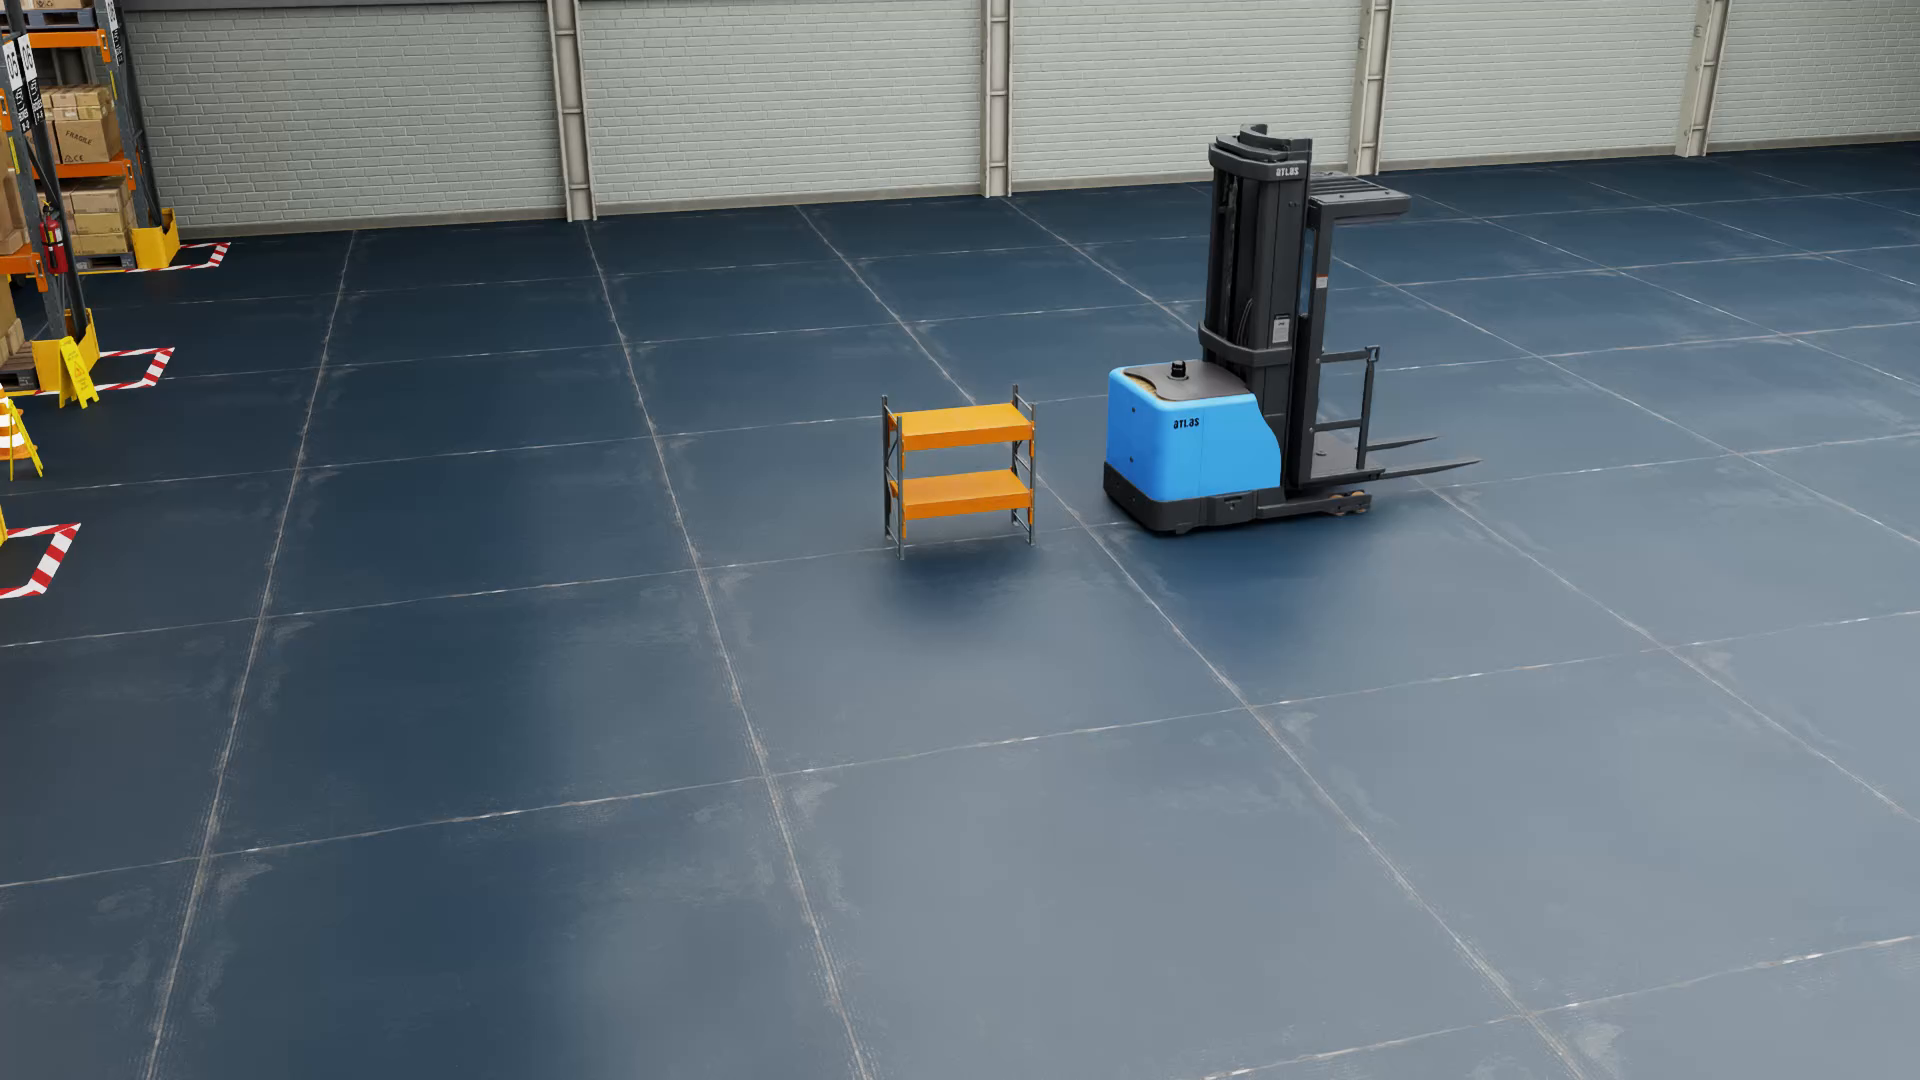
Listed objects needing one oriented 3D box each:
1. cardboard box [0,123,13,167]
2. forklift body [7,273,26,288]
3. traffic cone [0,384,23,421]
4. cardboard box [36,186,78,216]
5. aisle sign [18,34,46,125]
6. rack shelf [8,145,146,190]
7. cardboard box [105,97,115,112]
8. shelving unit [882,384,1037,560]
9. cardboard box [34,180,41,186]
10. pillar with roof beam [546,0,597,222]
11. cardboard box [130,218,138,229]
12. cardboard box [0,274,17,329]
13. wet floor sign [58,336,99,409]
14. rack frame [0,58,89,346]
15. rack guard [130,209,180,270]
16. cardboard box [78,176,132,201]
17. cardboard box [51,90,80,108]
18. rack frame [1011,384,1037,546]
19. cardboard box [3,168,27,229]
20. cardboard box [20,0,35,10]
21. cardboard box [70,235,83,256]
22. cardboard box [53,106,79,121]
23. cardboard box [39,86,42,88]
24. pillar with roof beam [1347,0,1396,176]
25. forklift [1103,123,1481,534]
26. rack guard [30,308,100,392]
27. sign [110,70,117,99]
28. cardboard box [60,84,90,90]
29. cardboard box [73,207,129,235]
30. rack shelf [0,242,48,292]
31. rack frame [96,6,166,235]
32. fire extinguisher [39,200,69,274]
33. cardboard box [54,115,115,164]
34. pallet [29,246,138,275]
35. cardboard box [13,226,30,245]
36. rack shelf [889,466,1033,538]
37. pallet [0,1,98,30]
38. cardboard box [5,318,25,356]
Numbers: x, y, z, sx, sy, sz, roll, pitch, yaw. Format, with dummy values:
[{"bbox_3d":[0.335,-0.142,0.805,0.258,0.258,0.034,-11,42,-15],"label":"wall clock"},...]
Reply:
[{"bbox_3d":[-11.511,-4.719,19.747,0.500,0.500,0.500,-7,24,-15],"label":"cardboard box"},{"bbox_3d":[-11.446,-3.647,18.451,1.214,2.155,2.313,-6,24,-14],"label":"forklift body"},{"bbox_3d":[-8.834,-1.346,15.230,0.334,0.463,0.336,-6,24,-14],"label":"traffic cone"},{"bbox_3d":[-10.962,-4.096,20.109,0.500,0.250,0.500,-6,24,-13],"label":"cardboard box"},{"bbox_3d":[-8.793,-4.366,15.755,0.004,0.787,0.394,-6,24,-14],"label":"aisle sign"},{"bbox_3d":[-12.039,-4.388,20.014,4.000,0.370,1.077,-6,24,-14],"label":"rack shelf"},{"bbox_3d":[-10.510,-5.338,20.367,0.250,0.149,0.380,-7,24,-16],"label":"cardboard box"},{"bbox_3d":[-0.007,-0.516,12.457,1.048,1.125,0.538,-6,24,-14],"label":"shelving unit"},{"bbox_3d":[-11.592,-4.237,20.437,0.500,0.250,0.500,-6,24,-15],"label":"cardboard box"},{"bbox_3d":[-4.087,-6.961,17.491,0.400,9.000,9.100,-6,24,-14],"label":"pillar with roof beam"},{"bbox_3d":[-10.639,-3.883,20.879,0.500,0.250,0.500,-6,24,-14],"label":"cardboard box"},{"bbox_3d":[-9.643,-2.338,16.327,0.500,0.500,0.500,-7,24,-16],"label":"cardboard box"},{"bbox_3d":[-8.297,-1.579,15.543,0.232,0.644,0.267,2,23,4],"label":"wet floor sign"},{"bbox_3d":[-8.769,-3.047,15.978,0.127,3.000,1.000,-6,24,-14],"label":"rack frame"},{"bbox_3d":[-10.090,-3.785,20.868,0.348,0.500,1.175,-6,24,-14],"label":"rack guard"},{"bbox_3d":[-10.627,-4.341,20.679,0.500,0.250,0.500,-7,24,-15],"label":"cardboard box"},{"bbox_3d":[-10.630,-5.256,19.799,0.250,0.149,0.380,-6,24,-14],"label":"cardboard box"},{"bbox_3d":[0.483,-0.570,12.583,0.032,1.125,0.500,-6,24,-14],"label":"rack frame"},{"bbox_3d":[-9.300,-3.285,16.027,0.500,0.500,0.500,-7,24,-15],"label":"cardboard box"},{"bbox_3d":[-10.829,-6.230,19.250,0.250,0.149,0.380,-7,24,-16],"label":"cardboard box"},{"bbox_3d":[-10.962,-3.641,20.317,0.500,0.250,0.500,-6,24,-14],"label":"cardboard box"},{"bbox_3d":[-10.609,-5.094,19.798,0.250,0.149,0.380,-6,24,-14],"label":"cardboard box"},{"bbox_3d":[-11.248,-5.388,20.107,0.250,0.149,0.380,-6,24,-14],"label":"cardboard box"},{"bbox_3d":[7.467,-8.239,20.470,0.400,9.000,9.100,-6,24,-14],"label":"pillar with roof beam"},{"bbox_3d":[2.734,-1.725,12.983,3.031,2.935,1.130,-8,24,-17],"label":"forklift"},{"bbox_3d":[-8.842,-1.890,16.452,0.348,0.500,1.175,-6,24,-14],"label":"rack guard"},{"bbox_3d":[-9.980,-5.365,19.610,0.005,0.325,0.100,-6,24,-14],"label":"sign"},{"bbox_3d":[-10.767,-5.453,20.258,0.250,0.149,0.380,-5,24,-13],"label":"cardboard box"},{"bbox_3d":[-10.497,-3.920,20.332,0.500,0.250,0.500,-7,24,-15],"label":"cardboard box"},{"bbox_3d":[-10.694,-2.504,15.623,4.000,0.370,1.077,-6,24,-14],"label":"rack shelf"},{"bbox_3d":[-10.113,-4.931,20.369,0.127,3.000,1.000,-6,24,-14],"label":"rack frame"},{"bbox_3d":[-8.534,-2.849,15.614,0.183,0.674,0.296,-6,24,-14],"label":"fire extinguisher"},{"bbox_3d":[-10.516,-4.825,19.995,0.500,0.500,0.500,-7,24,-16],"label":"cardboard box"},{"bbox_3d":[-10.838,-3.553,20.692,1.213,0.211,1.003,-6,24,-14],"label":"pallet"},{"bbox_3d":[-9.152,-2.974,16.126,0.250,0.149,0.380,-6,24,-14],"label":"cardboard box"},{"bbox_3d":[-0.007,-0.292,12.553,1.000,0.278,0.538,-6,24,-14],"label":"rack shelf"},{"bbox_3d":[-10.801,-6.204,19.642,1.213,0.211,1.003,-6,24,-14],"label":"pallet"},{"bbox_3d":[-9.620,-1.996,16.482,0.500,0.250,0.500,-7,24,-15],"label":"cardboard box"}]
